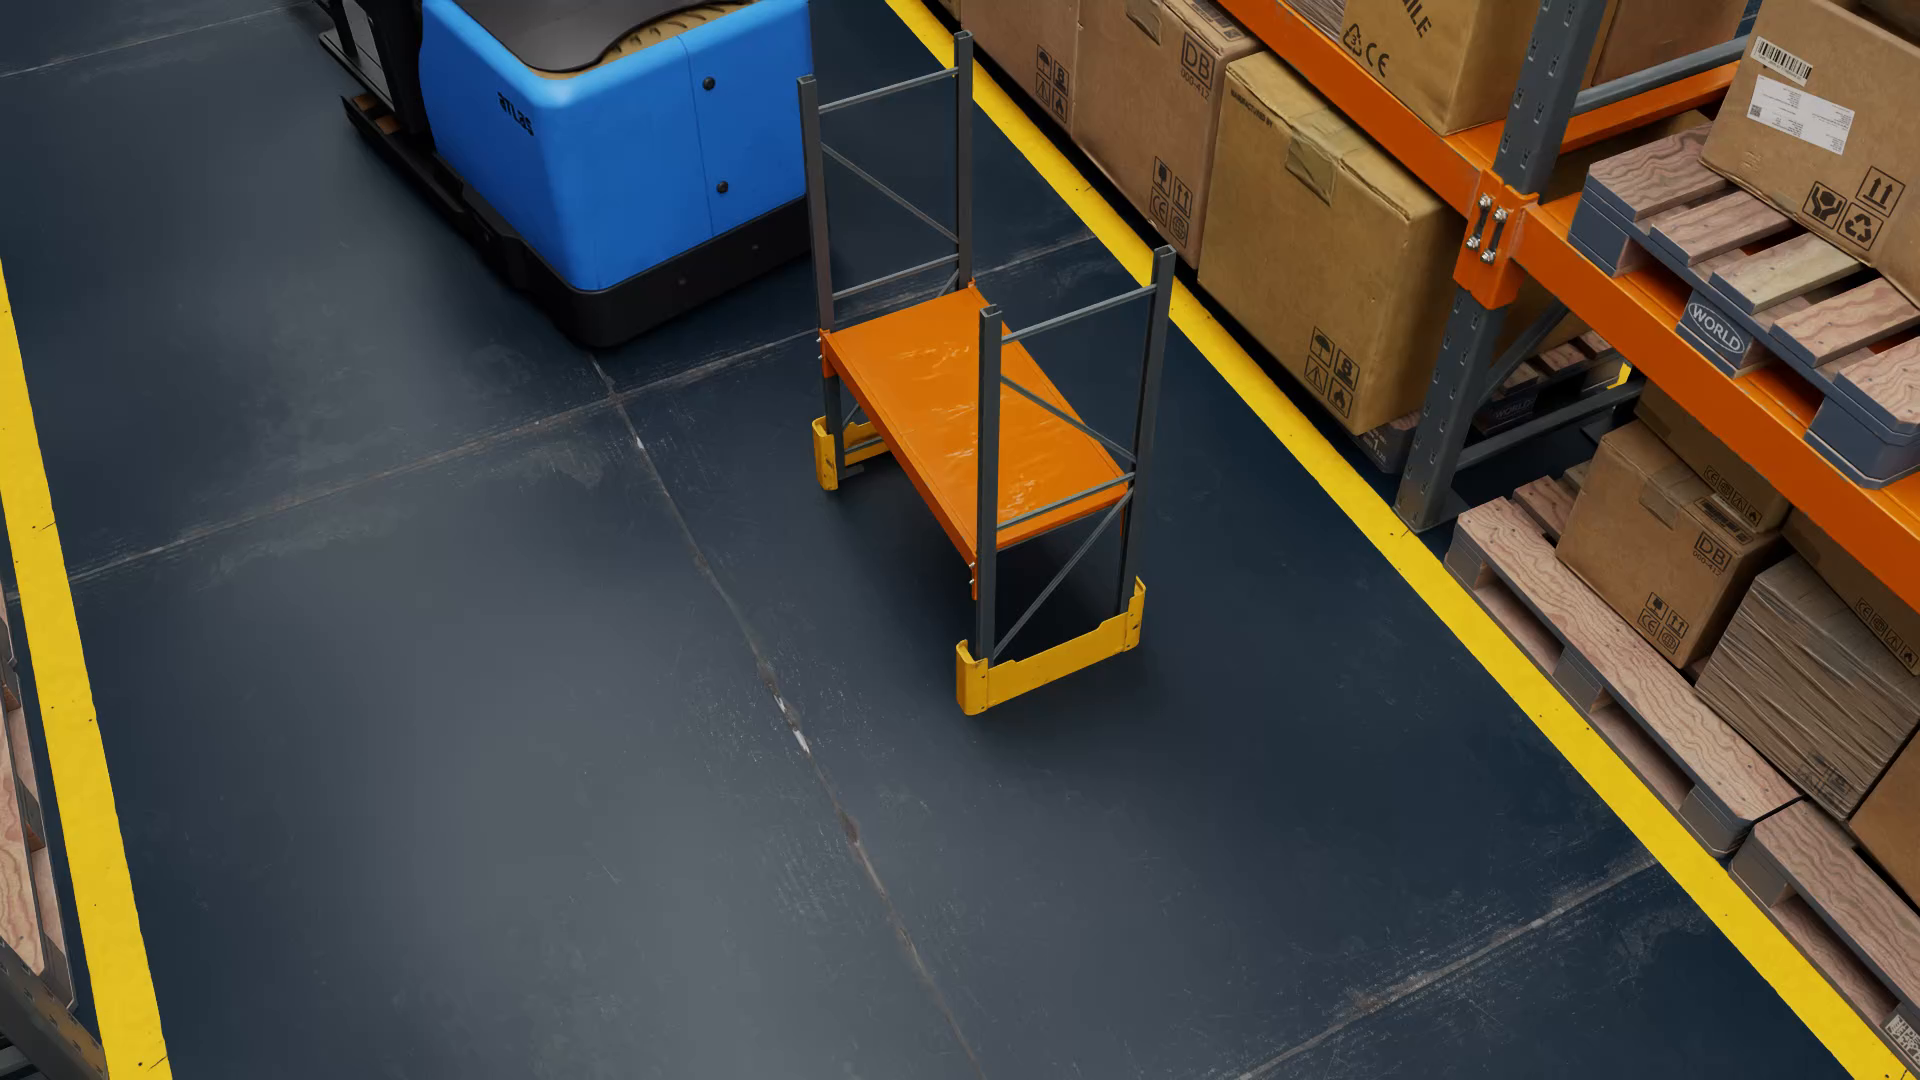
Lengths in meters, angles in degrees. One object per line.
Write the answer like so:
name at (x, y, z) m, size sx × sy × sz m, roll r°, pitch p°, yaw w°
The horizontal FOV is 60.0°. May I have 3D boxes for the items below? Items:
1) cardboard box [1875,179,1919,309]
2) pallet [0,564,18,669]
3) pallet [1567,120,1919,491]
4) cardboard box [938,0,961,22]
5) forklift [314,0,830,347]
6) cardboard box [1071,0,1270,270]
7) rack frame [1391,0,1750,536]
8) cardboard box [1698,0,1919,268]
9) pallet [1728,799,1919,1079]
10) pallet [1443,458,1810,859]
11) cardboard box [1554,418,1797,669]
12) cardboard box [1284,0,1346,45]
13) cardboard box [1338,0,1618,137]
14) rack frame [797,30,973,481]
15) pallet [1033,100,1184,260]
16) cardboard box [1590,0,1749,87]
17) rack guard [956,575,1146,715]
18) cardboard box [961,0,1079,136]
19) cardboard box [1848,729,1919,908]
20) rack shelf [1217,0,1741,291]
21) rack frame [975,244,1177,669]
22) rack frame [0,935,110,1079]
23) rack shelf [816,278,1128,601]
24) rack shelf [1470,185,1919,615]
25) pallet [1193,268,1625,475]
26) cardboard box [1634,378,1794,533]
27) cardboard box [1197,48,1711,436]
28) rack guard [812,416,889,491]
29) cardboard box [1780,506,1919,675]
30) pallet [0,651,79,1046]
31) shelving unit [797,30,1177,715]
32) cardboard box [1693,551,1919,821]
cardboard box at (2.483, -0.698, 3.522) m, size 0.700 × 0.500 × 0.500 m, roll -14°, pitch 50°, yaw -12°
pallet at (-3.500, 0.082, 5.038) m, size 1.003 × 0.211 × 1.213 m, roll -21°, pitch 52°, yaw -18°
pallet at (2.277, -0.710, 4.005) m, size 1.213 × 0.211 × 1.003 m, roll -21°, pitch 52°, yaw -18°
cardboard box at (0.336, -2.908, 6.933) m, size 1.225 × 0.875 × 0.875 m, roll -21°, pitch 52°, yaw -17°
forklift at (-1.797, -2.684, 5.650) m, size 1.130 × 2.935 × 3.031 m, roll -31°, pitch 56°, yaw -24°
cardboard box at (1.158, -1.720, 5.894) m, size 1.225 × 0.875 × 0.875 m, roll -21°, pitch 52°, yaw -17°
rack frame at (1.856, -1.213, 4.318) m, size 1.000 × 3.000 × 0.127 m, roll -21°, pitch 52°, yaw -18°
cardboard box at (2.139, -1.037, 3.819) m, size 0.500 × 0.500 × 0.500 m, roll -27°, pitch 54°, yaw -22°
pallet at (2.767, 1.044, 4.197) m, size 1.003 × 0.211 × 1.213 m, roll -21°, pitch 52°, yaw -18°
pallet at (2.212, 0.228, 4.910) m, size 1.003 × 0.211 × 1.213 m, roll -21°, pitch 52°, yaw -18°
cardboard box at (2.180, -0.094, 4.707) m, size 0.700 × 0.500 × 0.500 m, roll -24°, pitch 53°, yaw -19°
cardboard box at (1.187, -1.827, 4.789) m, size 0.500 × 0.500 × 0.500 m, roll -22°, pitch 52°, yaw -18°
cardboard box at (1.410, -1.491, 4.495) m, size 0.500 × 0.500 × 0.500 m, roll -20°, pitch 52°, yaw -16°
rack frame at (-0.194, -0.777, 4.933) m, size 0.500 × 1.500 × 0.032 m, roll -21°, pitch 52°, yaw -18°
pallet at (1.008, -1.664, 6.565) m, size 1.003 × 0.211 × 1.213 m, roll -21°, pitch 52°, yaw -18°
cardboard box at (1.876, -1.665, 4.647) m, size 0.500 × 0.500 × 0.500 m, roll -20°, pitch 52°, yaw -16°
rack guard at (0.263, 0.302, 4.820) m, size 0.587 × 0.250 × 0.087 m, roll -21°, pitch 52°, yaw -18°
cardboard box at (0.746, -2.310, 6.410) m, size 1.225 × 0.875 × 0.875 m, roll -23°, pitch 53°, yaw -19°
cardboard box at (2.711, 0.650, 4.057) m, size 0.700 × 0.500 × 0.500 m, roll -17°, pitch 51°, yaw -15°
rack shelf at (0.941, -2.315, 5.760) m, size 1.077 × 0.370 × 4.000 m, roll -21°, pitch 52°, yaw -18°
rack frame at (0.272, -0.096, 4.338) m, size 0.500 × 1.500 × 0.032 m, roll -21°, pitch 52°, yaw -18°
rack frame at (-2.548, 0.493, 2.826) m, size 1.000 × 3.000 × 0.127 m, roll -21°, pitch 52°, yaw -18°
rack shelf at (0.039, -0.318, 4.771) m, size 0.538 × 0.185 × 1.000 m, roll -21°, pitch 52°, yaw -18°
rack shelf at (2.771, 0.362, 3.418) m, size 1.077 × 0.370 × 4.000 m, roll -21°, pitch 52°, yaw -18°
pallet at (1.562, -0.849, 5.852) m, size 1.003 × 0.211 × 1.213 m, roll -21°, pitch 52°, yaw -18°
cardboard box at (2.189, -0.344, 4.428) m, size 0.500 × 0.250 × 0.500 m, roll -19°, pitch 52°, yaw -16°
cardboard box at (1.559, -1.121, 5.370) m, size 1.225 × 0.875 × 0.875 m, roll -23°, pitch 53°, yaw -19°
rack guard at (-0.193, -0.365, 5.403) m, size 0.587 × 0.250 × 0.087 m, roll -21°, pitch 52°, yaw -18°
cardboard box at (2.441, 0.008, 4.121) m, size 0.500 × 0.250 × 0.500 m, roll -16°, pitch 51°, yaw -13°
pallet at (-2.946, 0.898, 4.325) m, size 1.003 × 0.211 × 1.213 m, roll -21°, pitch 52°, yaw -18°
shelving unit at (0.035, -0.443, 4.641) m, size 0.587 × 1.500 × 1.083 m, roll -21°, pitch 52°, yaw -18°
cardboard box at (2.446, 0.273, 4.387) m, size 0.700 × 0.500 × 0.500 m, roll -25°, pitch 53°, yaw -20°
